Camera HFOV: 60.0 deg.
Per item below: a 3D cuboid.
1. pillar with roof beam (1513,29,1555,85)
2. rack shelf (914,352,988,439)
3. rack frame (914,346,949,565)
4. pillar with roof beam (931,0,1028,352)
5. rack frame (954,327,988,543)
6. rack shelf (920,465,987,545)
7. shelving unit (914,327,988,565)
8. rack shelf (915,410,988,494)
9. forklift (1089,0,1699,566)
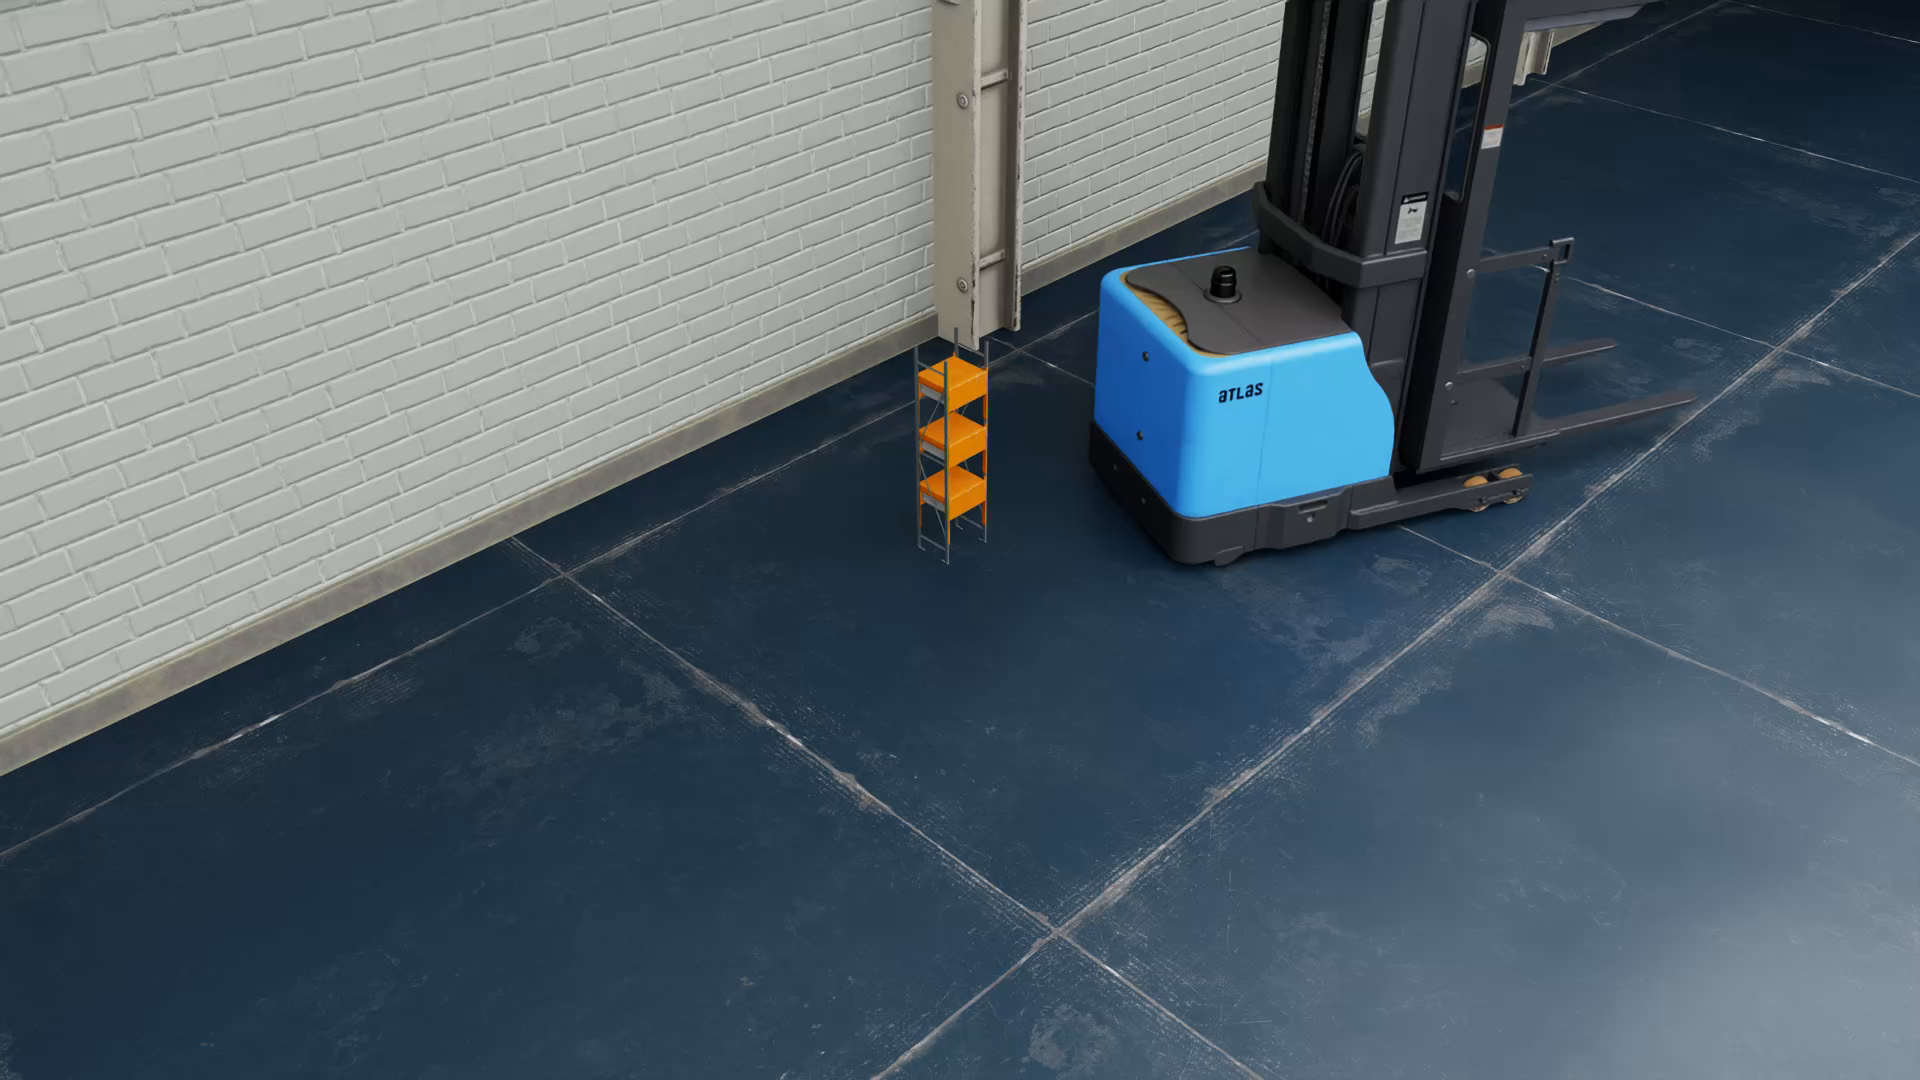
[{"bbox_3d":[7.383,-5.580,7.885,9.100,9.000,0.400,30,45,35],"label":"pillar with roof beam"},{"bbox_3d":[-0.038,-0.633,7.262,0.215,0.259,0.240,30,45,35],"label":"rack shelf"},{"bbox_3d":[-0.124,-0.359,7.347,0.200,1.050,0.008,30,45,35],"label":"rack frame"},{"bbox_3d":[3.155,-3.144,4.392,9.100,9.000,0.400,30,45,35],"label":"pillar with roof beam"},{"bbox_3d":[0.048,-0.458,7.490,0.200,1.050,0.008,30,45,35],"label":"rack frame"},{"bbox_3d":[-0.038,-0.172,7.584,0.215,0.259,0.240,30,45,35],"label":"rack shelf"},{"bbox_3d":[-0.038,-0.409,7.419,0.215,1.050,0.252,30,45,35],"label":"shelving unit"},{"bbox_3d":[-0.038,-0.400,7.425,0.215,0.259,0.240,30,45,35],"label":"rack shelf"},{"bbox_3d":[2.204,-1.608,7.493,3.031,2.935,1.130,-12,37,-17],"label":"forklift"}]
